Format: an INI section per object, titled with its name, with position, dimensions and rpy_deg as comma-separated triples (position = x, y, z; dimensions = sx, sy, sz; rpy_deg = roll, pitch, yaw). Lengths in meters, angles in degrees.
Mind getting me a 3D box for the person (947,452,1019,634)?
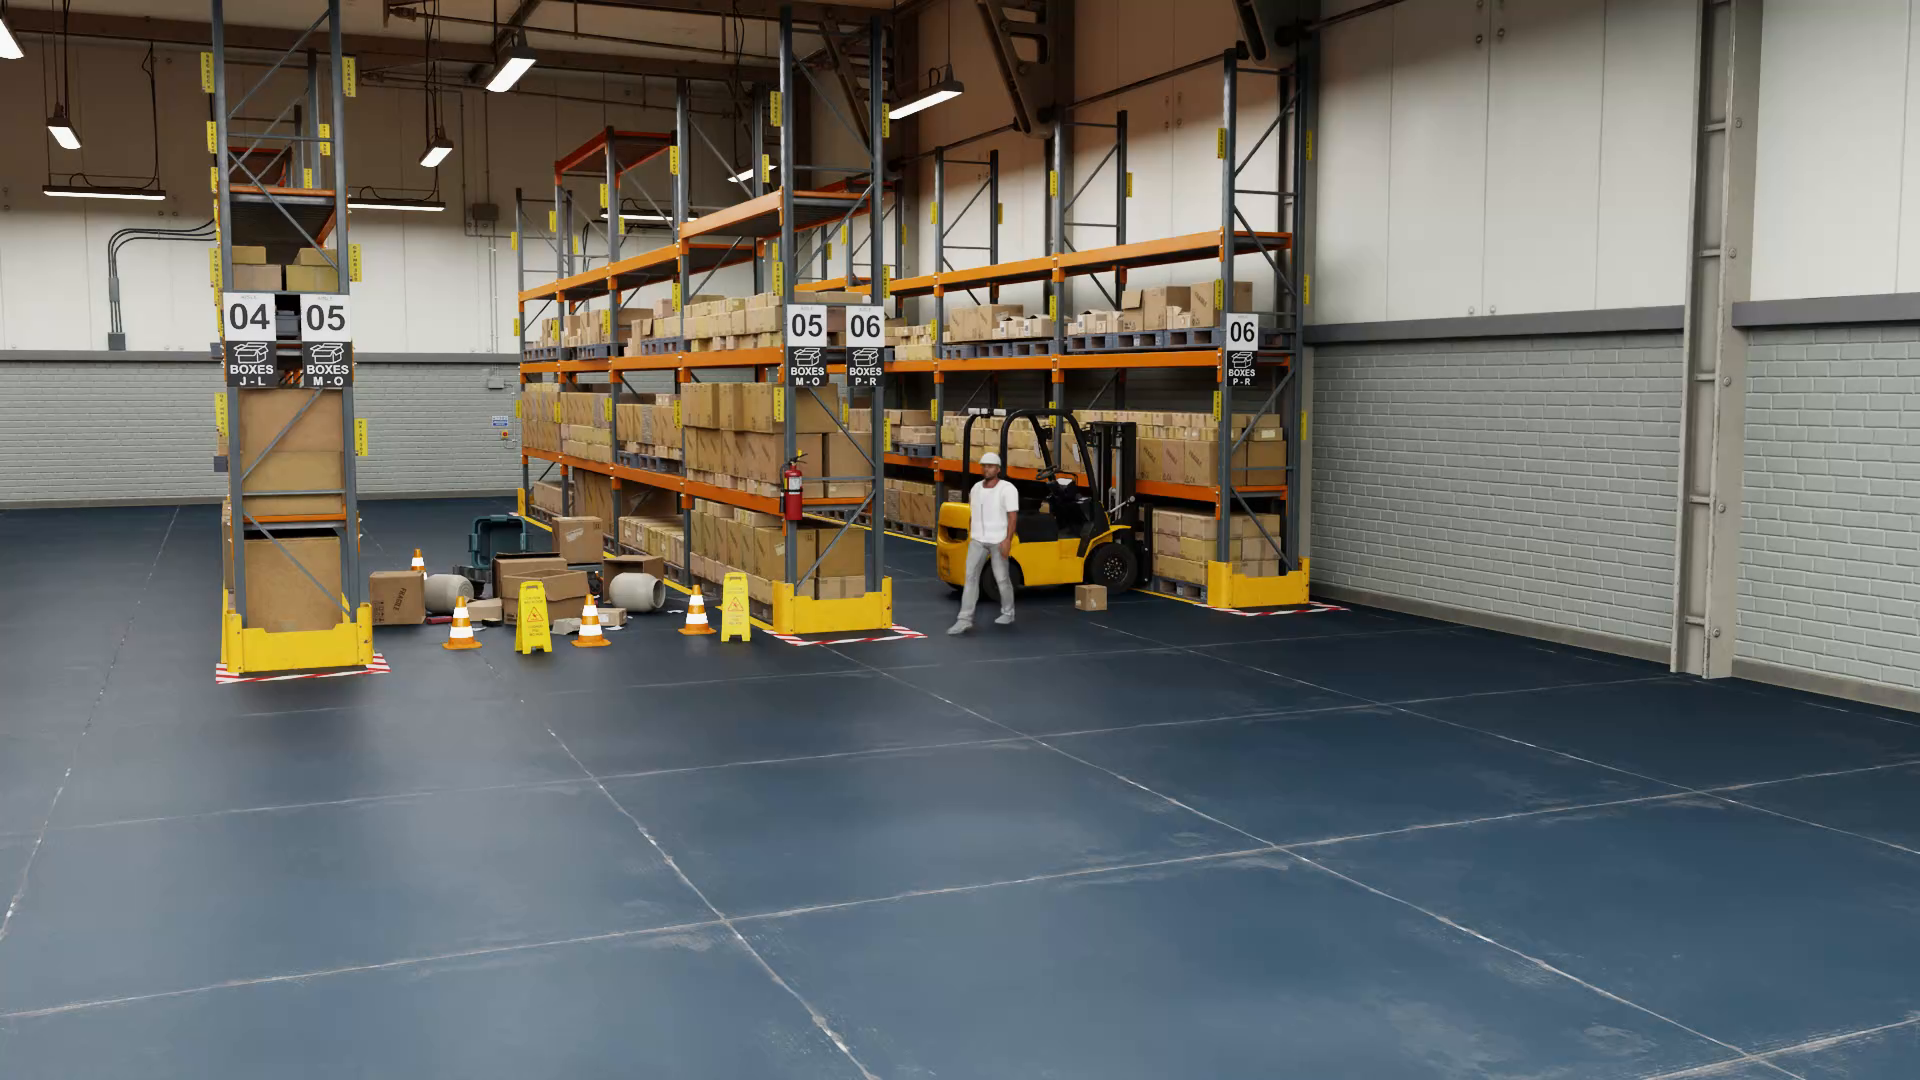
[person]
position = 0.262, 0.017, 16.429
dimensions = 0.610, 1.758, 0.884
rpy_deg = 3, 6, 29
